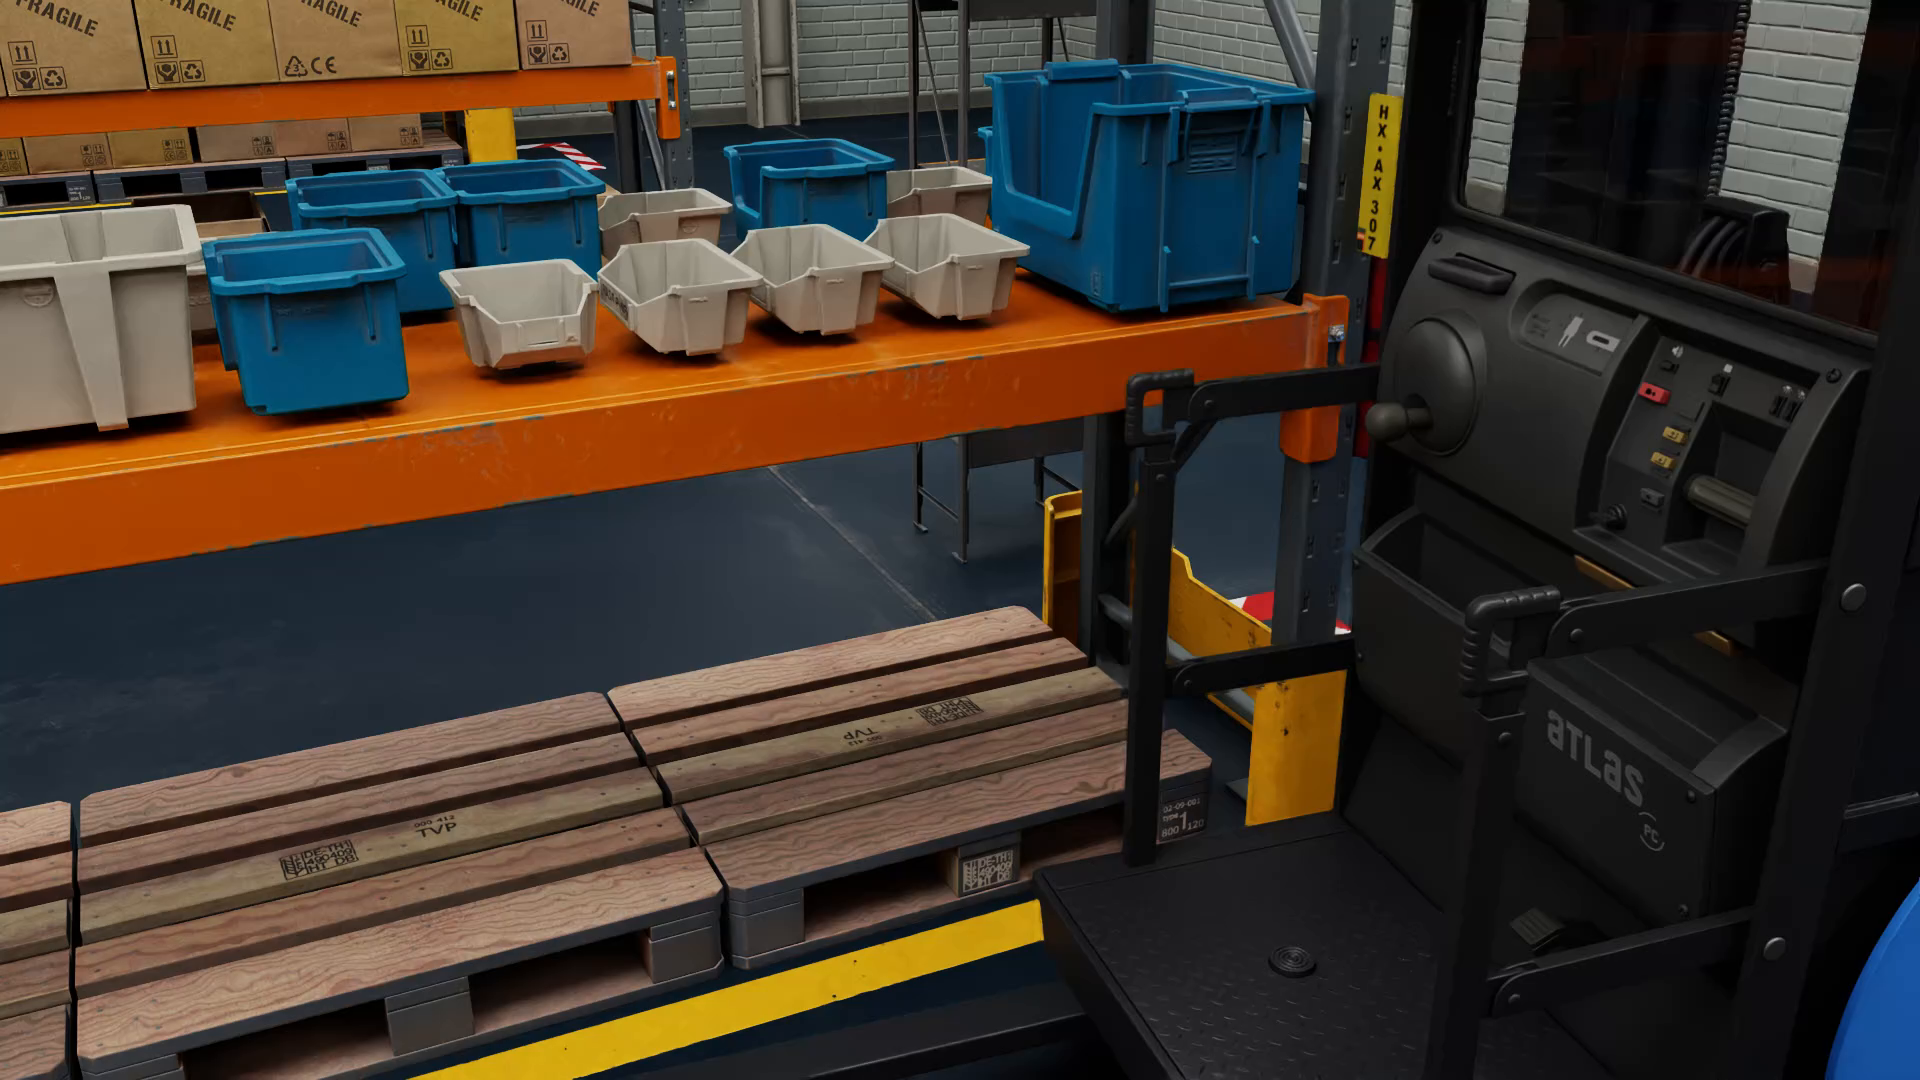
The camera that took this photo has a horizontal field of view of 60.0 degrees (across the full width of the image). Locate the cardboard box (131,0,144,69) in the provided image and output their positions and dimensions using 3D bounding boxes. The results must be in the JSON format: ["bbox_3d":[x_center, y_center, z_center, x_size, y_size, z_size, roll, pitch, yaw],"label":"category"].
[{"bbox_3d":[-3.874,-2.294,7.240,0.500,0.500,0.500,-10,24,-22],"label":"cardboard box"}]

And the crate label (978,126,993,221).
[{"bbox_3d":[0.245,-0.884,4.103,0.303,0.233,0.416,-10,25,-24],"label":"crate label"}]

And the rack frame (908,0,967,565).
[{"bbox_3d":[-0.071,-0.957,5.317,0.015,2.100,0.400,-10,25,-24],"label":"rack frame"}]

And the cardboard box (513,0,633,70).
[{"bbox_3d":[-1.820,-2.446,7.608,0.500,0.500,0.500,-10,24,-22],"label":"cardboard box"}]

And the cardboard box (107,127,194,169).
[{"bbox_3d":[-5.655,-2.906,11.567,0.500,0.500,0.700,-10,24,-22],"label":"cardboard box"}]

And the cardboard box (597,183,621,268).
[{"bbox_3d":[-1.918,-1.442,8.004,0.500,0.500,0.500,-10,25,-24],"label":"cardboard box"}]

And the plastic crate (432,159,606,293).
[{"bbox_3d":[-0.941,-0.665,3.575,0.300,0.233,0.416,-10,25,-24],"label":"plastic crate"}]

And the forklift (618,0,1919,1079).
[{"bbox_3d":[0.764,-0.242,2.503,3.031,2.935,1.130,-8,24,-18],"label":"forklift"}]

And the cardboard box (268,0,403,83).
[{"bbox_3d":[-2.738,-2.278,7.201,0.500,0.500,0.500,-10,25,-23],"label":"cardboard box"}]

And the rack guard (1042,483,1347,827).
[{"bbox_3d":[0.627,0.286,4.406,0.348,0.500,1.175,-10,25,-24],"label":"rack guard"}]

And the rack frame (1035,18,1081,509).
[{"bbox_3d":[0.369,-1.038,5.513,0.015,2.100,0.400,-10,25,-24],"label":"rack frame"}]

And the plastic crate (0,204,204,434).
[{"bbox_3d":[-1.538,-0.360,2.774,0.530,0.282,0.437,-10,25,-24],"label":"plastic crate"}]

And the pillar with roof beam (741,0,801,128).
[{"bbox_3d":[0.239,-6.309,9.226,0.400,9.000,9.100,-10,25,-24],"label":"pillar with roof beam"}]

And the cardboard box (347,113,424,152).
[{"bbox_3d":[-4.274,-3.163,12.189,0.500,0.500,0.700,-10,25,-24],"label":"cardboard box"}]

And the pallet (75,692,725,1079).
[{"bbox_3d":[-1.247,0.752,3.657,1.213,0.211,1.003,-10,25,-24],"label":"pallet"}]

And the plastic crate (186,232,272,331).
[{"bbox_3d":[-1.555,-0.496,3.291,0.466,0.136,0.293,-10,25,-24],"label":"plastic crate"}]

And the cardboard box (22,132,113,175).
[{"bbox_3d":[-6.118,-2.821,11.363,0.500,0.500,0.700,-11,25,-24],"label":"cardboard box"}]

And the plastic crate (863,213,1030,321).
[{"bbox_3d":[-0.046,-0.569,3.469,0.243,0.136,0.396,-10,25,-24],"label":"plastic crate"}]

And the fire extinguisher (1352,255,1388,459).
[{"bbox_3d":[0.943,-0.521,3.676,0.183,0.674,0.296,-10,25,-24],"label":"fire extinguisher"}]

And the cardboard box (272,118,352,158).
[{"bbox_3d":[-4.724,-3.080,11.989,0.500,0.500,0.700,-11,25,-24],"label":"cardboard box"}]

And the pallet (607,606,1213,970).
[{"bbox_3d":[-0.149,0.551,4.143,1.213,0.211,1.003,-10,25,-24],"label":"pallet"}]

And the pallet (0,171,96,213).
[{"bbox_3d":[-6.571,-2.422,11.325,1.213,0.211,1.003,-10,25,-24],"label":"pallet"}]

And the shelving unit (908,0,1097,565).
[{"bbox_3d":[0.149,-0.998,5.415,0.503,2.100,0.431,-10,25,-24],"label":"shelving unit"}]

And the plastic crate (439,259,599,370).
[{"bbox_3d":[-0.812,-0.416,3.099,0.250,0.136,0.298,-10,25,-24],"label":"plastic crate"}]

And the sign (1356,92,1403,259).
[{"bbox_3d":[0.864,-0.749,3.425,0.005,0.325,0.100,-10,25,-24],"label":"sign"}]

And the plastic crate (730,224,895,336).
[{"bbox_3d":[-0.313,-0.526,3.365,0.243,0.136,0.396,-10,25,-24],"label":"plastic crate"}]

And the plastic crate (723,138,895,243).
[{"bbox_3d":[-0.348,-0.774,3.839,0.300,0.233,0.416,-10,25,-24],"label":"plastic crate"}]

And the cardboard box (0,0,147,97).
[{"bbox_3d":[-3.649,-2.110,6.795,0.500,0.500,0.500,-11,25,-24],"label":"cardboard box"}]

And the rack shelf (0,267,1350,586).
[{"bbox_3d":[-1.192,-0.197,3.243,4.000,0.370,1.077,-10,25,-24],"label":"rack shelf"}]

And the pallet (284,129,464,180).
[{"bbox_3d":[-4.373,-2.827,12.303,1.213,0.211,1.003,-10,25,-24],"label":"pallet"}]

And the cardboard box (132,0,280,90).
[{"bbox_3d":[-3.192,-2.195,7.000,0.500,0.500,0.500,-11,25,-24],"label":"cardboard box"}]

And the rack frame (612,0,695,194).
[{"bbox_3d":[-1.534,-2.568,8.033,0.127,3.000,1.000,-10,25,-24],"label":"rack frame"}]

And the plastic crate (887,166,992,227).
[{"bbox_3d":[-0.080,-0.814,4.062,0.298,0.136,0.250,-10,25,-24],"label":"plastic crate"}]

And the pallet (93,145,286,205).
[{"bbox_3d":[-5.470,-2.626,11.818,1.213,0.211,1.003,-10,25,-24],"label":"pallet"}]

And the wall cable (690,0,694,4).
[{"bbox_3d":[-2.943,-5.283,13.262,1.851,1.984,0.084,-10,25,-24],"label":"wall cable"}]

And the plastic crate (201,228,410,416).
[{"bbox_3d":[-1.129,-0.382,2.891,0.300,0.233,0.416,-10,25,-24],"label":"plastic crate"}]

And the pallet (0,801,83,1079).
[{"bbox_3d":[-2.348,0.956,3.165,1.213,0.211,1.003,-10,25,-24],"label":"pallet"}]

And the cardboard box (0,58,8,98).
[{"bbox_3d":[-4.101,-2.028,6.596,0.500,0.500,0.500,-10,24,-23],"label":"cardboard box"}]

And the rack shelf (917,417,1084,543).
[{"bbox_3d":[0.149,-0.338,5.688,0.480,0.518,0.431,-10,25,-24],"label":"rack shelf"}]

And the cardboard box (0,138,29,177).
[{"bbox_3d":[-6.572,-2.739,11.165,0.500,0.500,0.700,-10,25,-23],"label":"cardboard box"}]

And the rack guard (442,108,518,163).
[{"bbox_3d":[-3.665,-3.124,12.643,0.348,0.500,1.175,-10,25,-24],"label":"rack guard"}]

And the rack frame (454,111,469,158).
[{"bbox_3d":[-3.686,-4.275,12.155,0.127,3.000,1.000,-10,25,-24],"label":"rack frame"}]

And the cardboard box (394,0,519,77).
[{"bbox_3d":[-2.286,-2.359,7.397,0.500,0.500,0.500,-10,25,-23],"label":"cardboard box"}]

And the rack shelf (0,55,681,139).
[{"bbox_3d":[-3.337,-1.904,7.369,4.000,0.370,1.077,-10,25,-24],"label":"rack shelf"}]

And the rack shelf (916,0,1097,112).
[{"bbox_3d":[0.149,-1.632,5.152,0.480,0.518,0.431,-10,25,-24],"label":"rack shelf"}]

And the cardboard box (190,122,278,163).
[{"bbox_3d":[-5.177,-2.997,11.787,0.500,0.500,0.700,-11,25,-25],"label":"cardboard box"}]

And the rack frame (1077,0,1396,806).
[{"bbox_3d":[0.610,-0.861,3.907,0.127,3.000,1.000,-10,25,-24],"label":"rack frame"}]

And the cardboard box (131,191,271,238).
[{"bbox_3d":[-3.448,-1.268,7.580,0.637,0.503,0.797,-10,25,-24],"label":"cardboard box"}]

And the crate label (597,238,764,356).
[{"bbox_3d":[-0.554,-0.471,3.233,0.243,0.136,0.396,-10,25,-24],"label":"crate label"}]

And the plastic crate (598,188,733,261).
[{"bbox_3d":[-0.691,-0.702,3.790,0.298,0.136,0.250,-10,25,-24],"label":"plastic crate"}]

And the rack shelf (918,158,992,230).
[{"bbox_3d":[0.149,-0.985,5.420,0.480,0.518,0.431,-10,25,-24],"label":"rack shelf"}]

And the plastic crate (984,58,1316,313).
[{"bbox_3d":[0.390,-0.785,3.599,0.499,0.435,0.616,-10,25,-24],"label":"plastic crate"}]

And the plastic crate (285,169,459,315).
[{"bbox_3d":[-1.212,-0.615,3.455,0.300,0.233,0.416,-10,25,-24],"label":"plastic crate"}]
